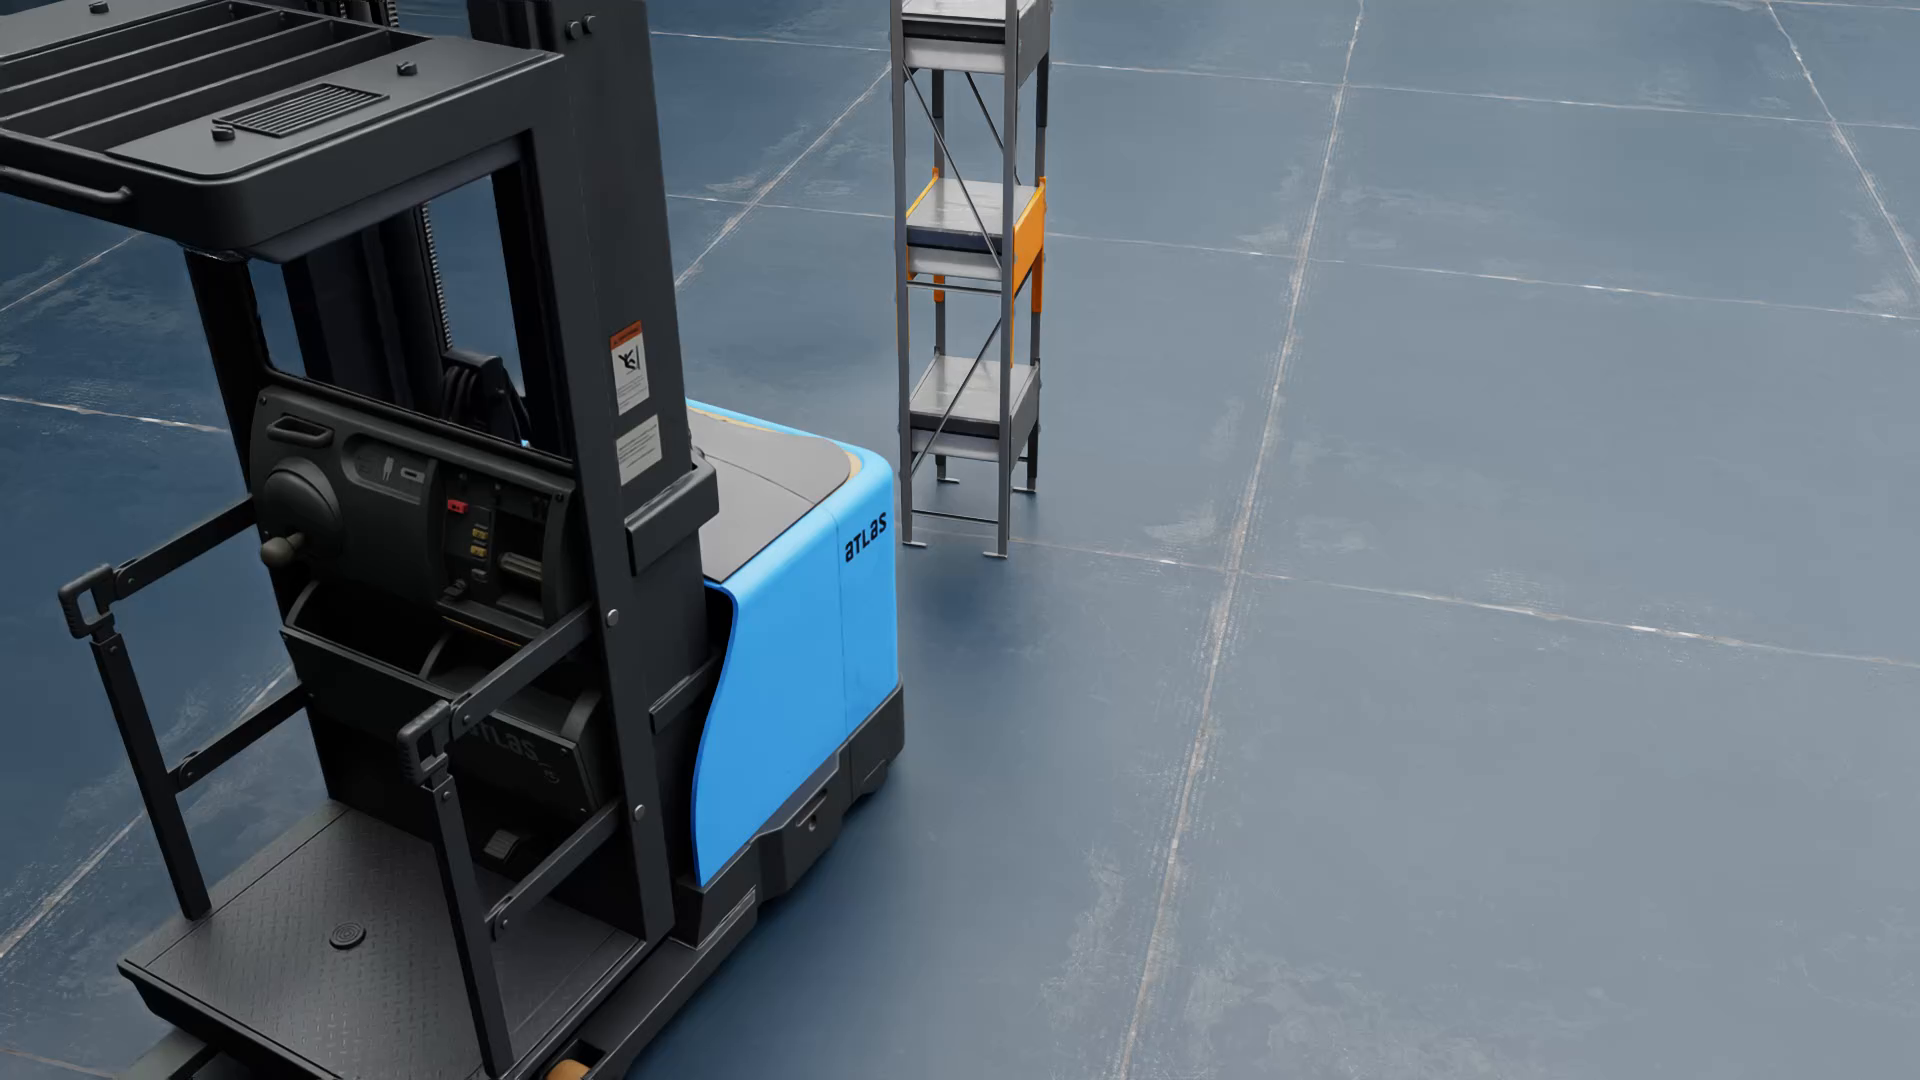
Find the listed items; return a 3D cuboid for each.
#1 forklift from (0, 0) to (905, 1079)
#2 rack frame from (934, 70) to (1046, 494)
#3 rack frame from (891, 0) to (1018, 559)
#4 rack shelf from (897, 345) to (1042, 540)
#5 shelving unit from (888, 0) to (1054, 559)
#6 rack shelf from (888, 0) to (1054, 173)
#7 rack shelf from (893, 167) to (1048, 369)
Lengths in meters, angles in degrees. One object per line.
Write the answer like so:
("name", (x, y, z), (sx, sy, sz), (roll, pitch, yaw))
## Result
("forklift", (-1.331, -0.004, 3.524), (1.130, 2.935, 3.031), (17, 36, 24))
("rack frame", (0.104, -1.099, 6.021), (0.400, 2.100, 0.015), (8, 33, 12))
("rack frame", (-0.020, -0.845, 5.623), (0.400, 2.100, 0.015), (8, 33, 12))
("rack shelf", (0.042, -0.370, 6.205), (0.431, 0.518, 0.480), (8, 33, 12))
("shelving unit", (0.042, -0.972, 5.822), (0.431, 2.100, 0.503), (8, 33, 12))
("rack shelf", (0.042, -1.551, 5.454), (0.431, 0.518, 0.480), (8, 33, 12))
("rack shelf", (0.042, -0.960, 5.829), (0.431, 0.518, 0.480), (8, 33, 12))
